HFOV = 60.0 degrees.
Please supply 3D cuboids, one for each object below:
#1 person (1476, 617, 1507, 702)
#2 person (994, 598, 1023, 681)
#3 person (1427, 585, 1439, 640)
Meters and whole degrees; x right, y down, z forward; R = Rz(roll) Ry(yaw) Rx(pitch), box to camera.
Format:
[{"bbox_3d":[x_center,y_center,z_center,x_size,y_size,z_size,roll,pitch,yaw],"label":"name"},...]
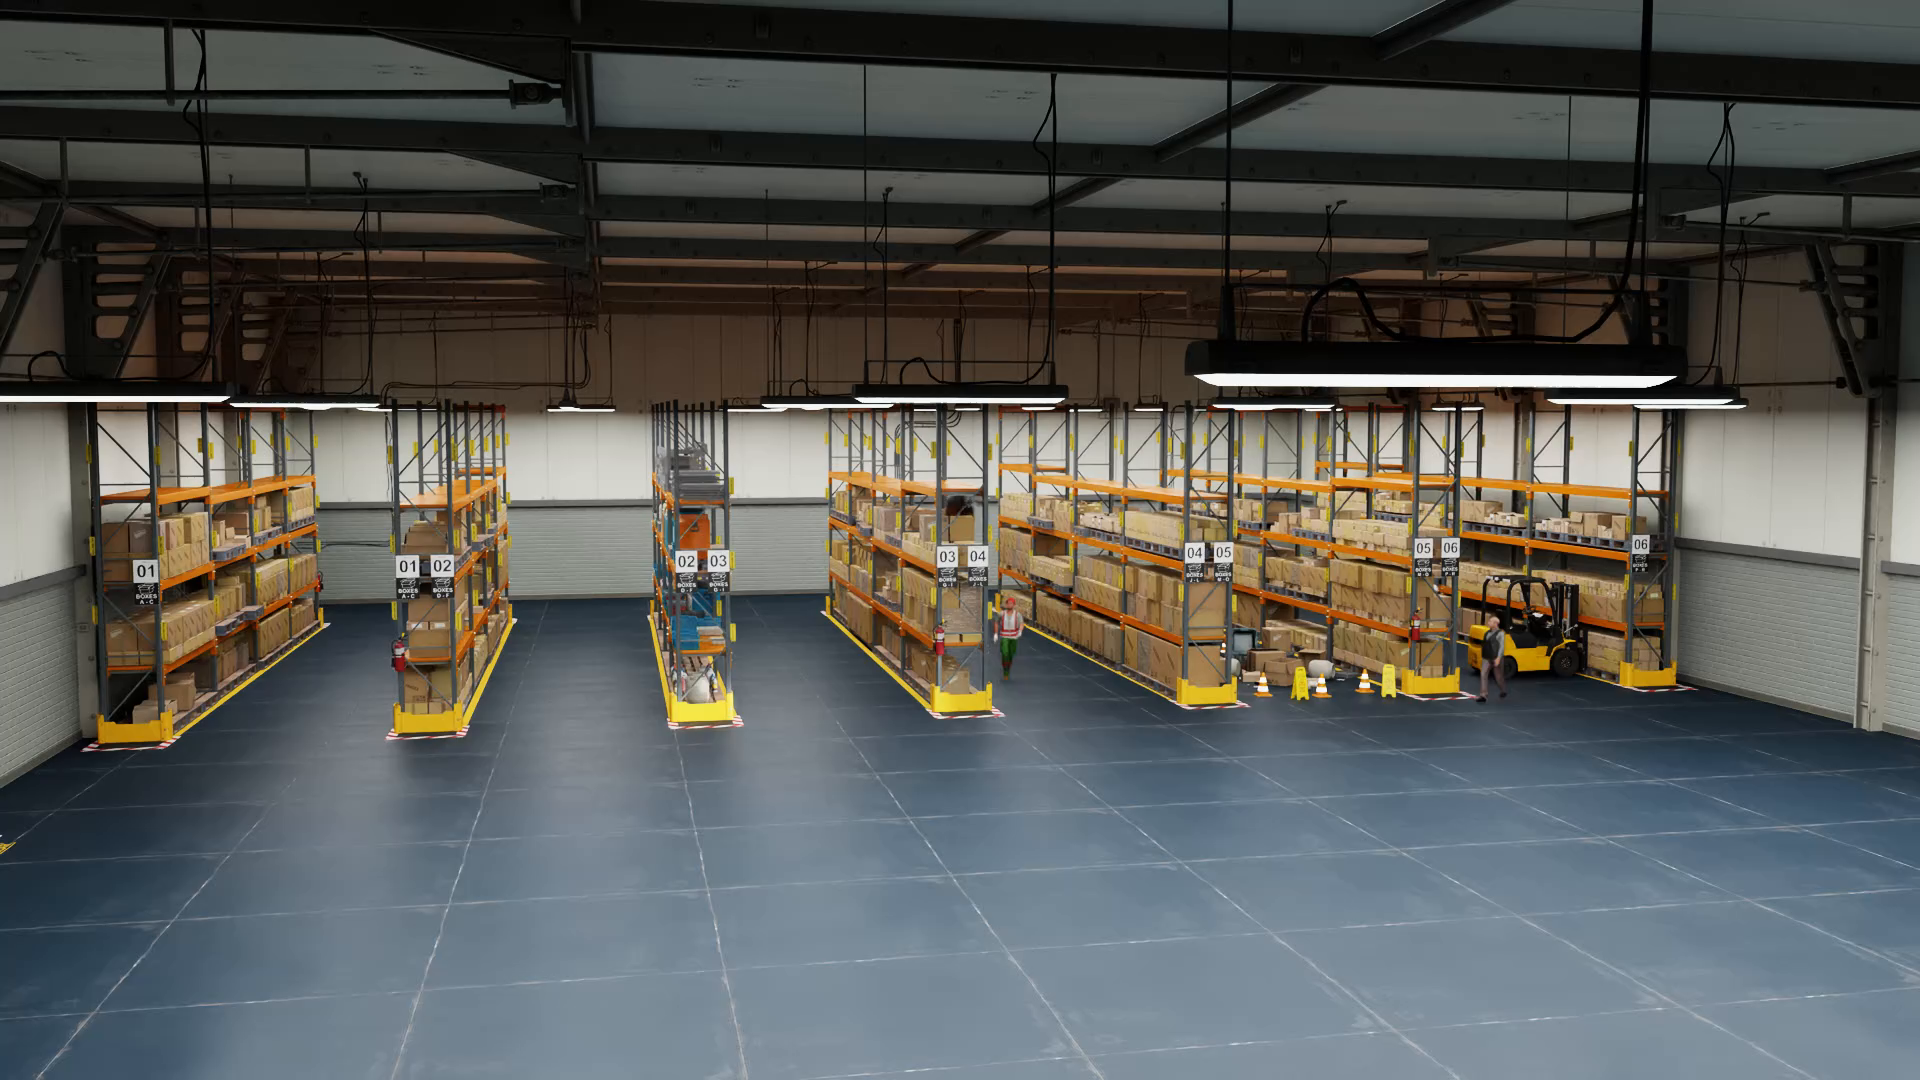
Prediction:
[{"bbox_3d":[10.632,2.386,33.143,0.528,1.684,0.993,4,6,44],"label":"person"},{"bbox_3d":[1.069,2.167,36.164,0.609,1.807,0.874,-1,4,-9],"label":"person"},{"bbox_3d":[10.924,1.933,38.541,0.449,1.795,0.570,1,4,12],"label":"person"}]
